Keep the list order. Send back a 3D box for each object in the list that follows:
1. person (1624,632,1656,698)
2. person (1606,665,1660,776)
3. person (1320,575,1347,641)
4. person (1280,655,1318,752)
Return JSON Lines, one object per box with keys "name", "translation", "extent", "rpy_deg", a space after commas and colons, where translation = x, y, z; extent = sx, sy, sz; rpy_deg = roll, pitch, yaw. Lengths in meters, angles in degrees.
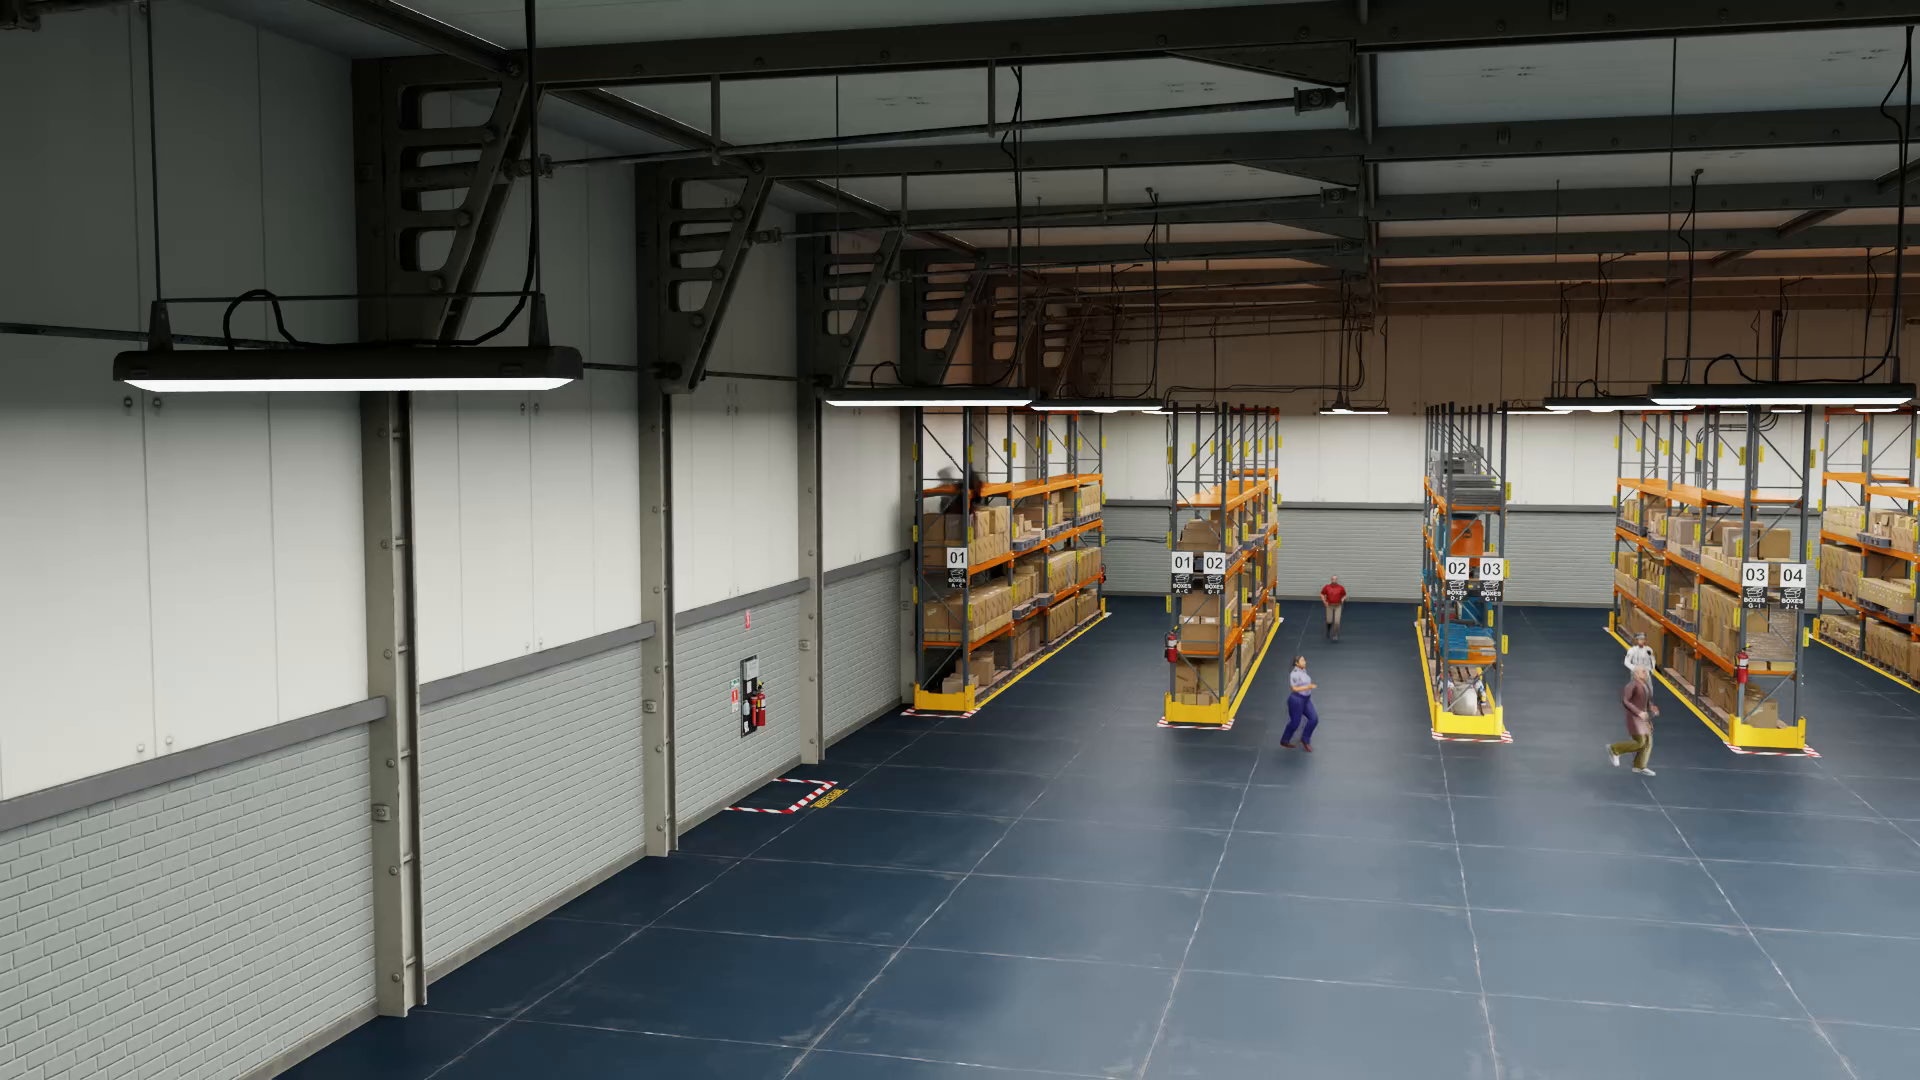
{"name": "person", "translation": [12.941, 2.562, 31.585], "extent": [0.592, 1.651, 0.539], "rpy_deg": [0, 4, 5]}
{"name": "person", "translation": [10.866, 2.925, 26.794], "extent": [0.744, 1.674, 0.712], "rpy_deg": [4, 6, 44]}
{"name": "person", "translation": [9.565, 1.740, 42.535], "extent": [0.658, 1.676, 0.617], "rpy_deg": [1, 4, 7]}
{"name": "person", "translation": [5.828, 2.809, 28.473], "extent": [0.687, 1.693, 0.583], "rpy_deg": [3, 5, 39]}
